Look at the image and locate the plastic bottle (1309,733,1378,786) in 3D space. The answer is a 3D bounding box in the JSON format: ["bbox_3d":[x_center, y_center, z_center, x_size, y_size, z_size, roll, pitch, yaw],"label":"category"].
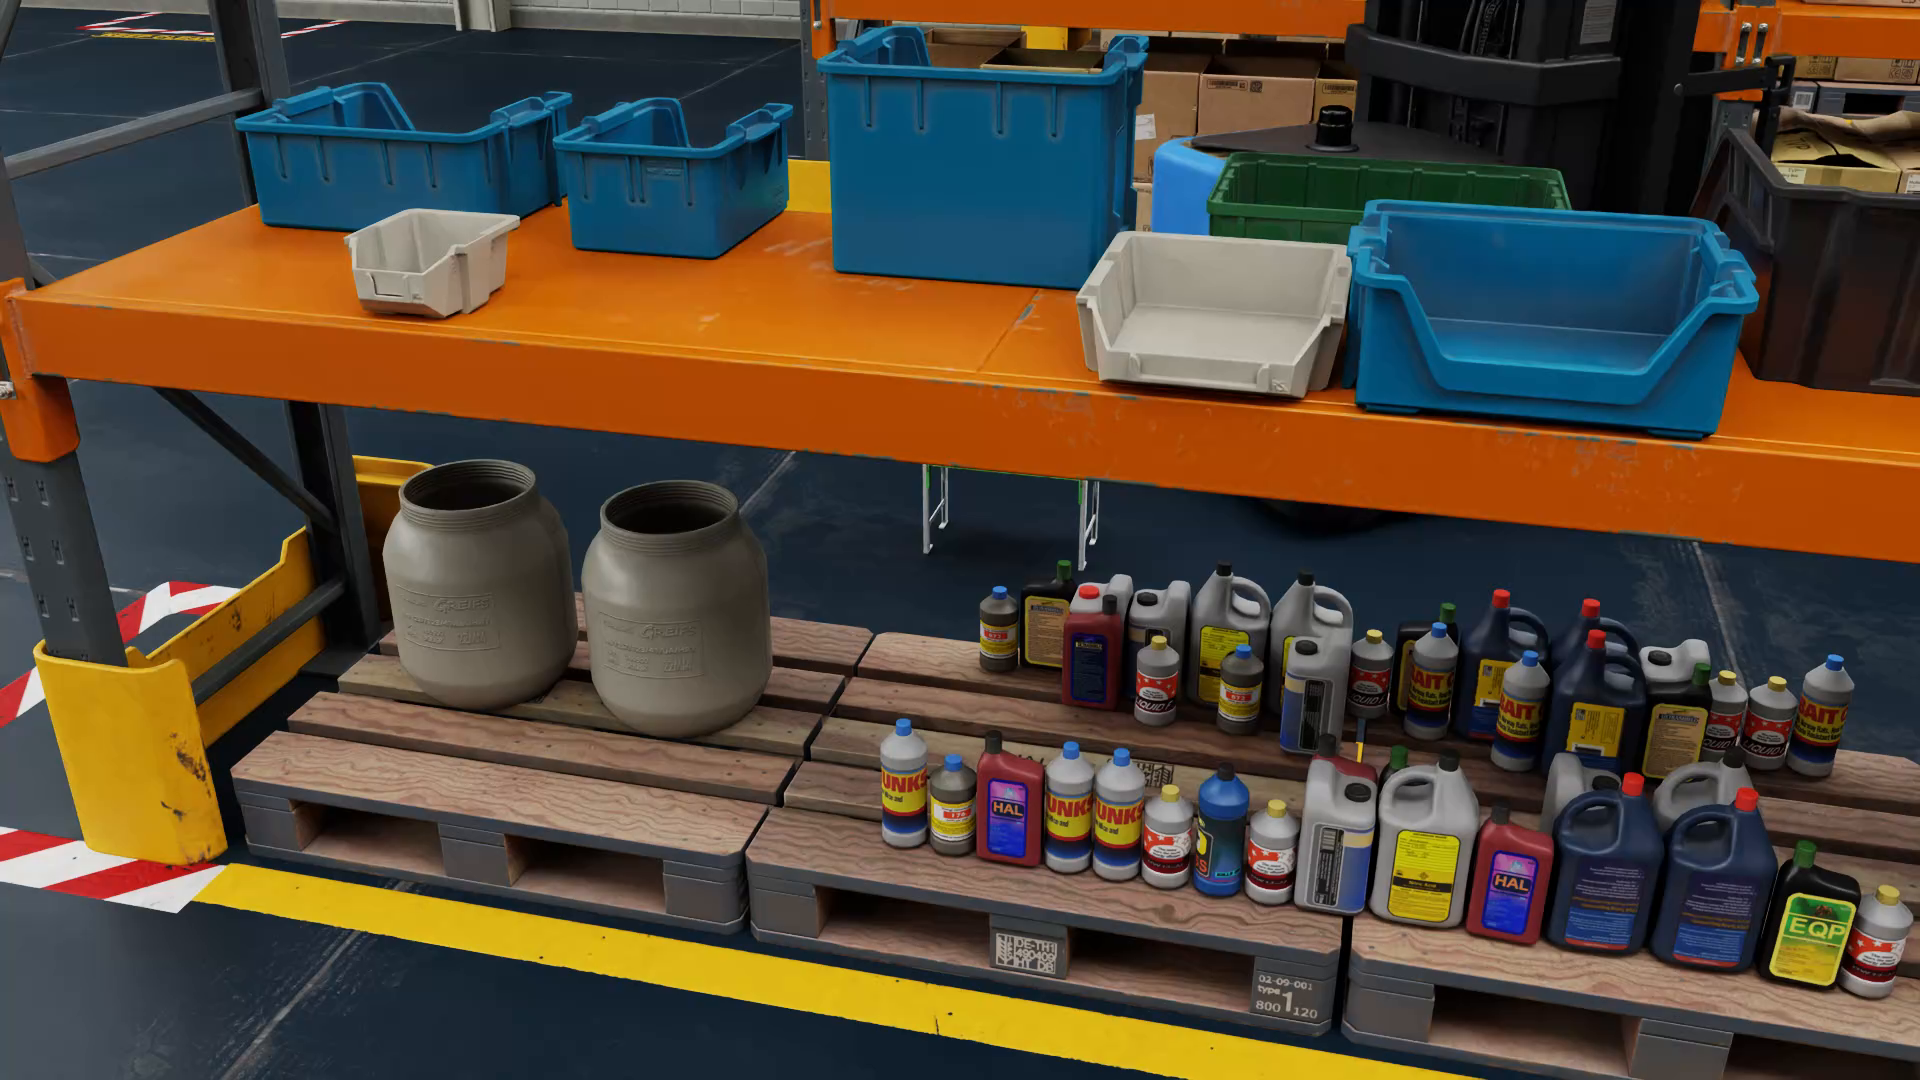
[{"bbox_3d":[0.758,0.520,3.317,0.133,0.283,0.061,6,26,13],"label":"plastic bottle"}]

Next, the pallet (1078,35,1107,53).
[{"bbox_3d":[1.527,-3.624,12.617,1.213,0.211,1.003,6,26,13],"label":"pallet"}]

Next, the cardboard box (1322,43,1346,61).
[{"bbox_3d":[1.980,-2.076,7.959,0.500,0.500,0.500,6,26,13],"label":"cardboard box"}]

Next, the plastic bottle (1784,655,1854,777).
[{"bbox_3d":[1.883,0.376,3.633,0.097,0.271,0.097,0,25,0],"label":"plastic bottle"}]

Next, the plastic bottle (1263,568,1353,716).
[{"bbox_3d":[0.809,0.232,3.843,0.185,0.351,0.144,6,26,13],"label":"plastic bottle"}]

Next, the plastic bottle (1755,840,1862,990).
[{"bbox_3d":[1.534,0.673,2.995,0.133,0.283,0.061,8,27,16],"label":"plastic bottle"}]

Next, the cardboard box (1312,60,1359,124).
[{"bbox_3d":[1.849,-1.858,7.501,0.500,0.500,0.500,6,26,13],"label":"cardboard box"}]

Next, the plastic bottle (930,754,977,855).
[{"bbox_3d":[-0.013,0.531,3.389,0.097,0.201,0.097,0,25,0],"label":"plastic bottle"}]

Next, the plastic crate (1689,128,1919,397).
[{"bbox_3d":[1.607,-0.522,2.928,0.504,0.338,0.767,6,26,13],"label":"plastic crate"}]

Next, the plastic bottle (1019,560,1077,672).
[{"bbox_3d":[0.214,0.178,4.035,0.133,0.283,0.061,7,26,14],"label":"plastic bottle"}]

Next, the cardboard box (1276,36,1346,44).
[{"bbox_3d":[2.574,-3.791,12.120,0.500,0.500,0.700,5,26,10],"label":"cardboard box"}]

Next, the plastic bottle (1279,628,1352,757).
[{"bbox_3d":[0.797,0.330,3.724,0.135,0.276,0.152,6,26,13],"label":"plastic bottle"}]

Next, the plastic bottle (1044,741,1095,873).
[{"bbox_3d":[0.219,0.525,3.320,0.097,0.271,0.097,0,25,0],"label":"plastic bottle"}]

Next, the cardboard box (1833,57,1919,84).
[{"bbox_3d":[6.264,-3.457,11.418,0.500,0.500,0.700,7,26,14],"label":"cardboard box"}]

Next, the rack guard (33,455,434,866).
[{"bbox_3d":[-1.706,0.248,4.147,0.348,0.500,1.175,6,26,13],"label":"rack guard"}]

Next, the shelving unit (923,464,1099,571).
[{"bbox_3d":[0.160,-0.524,4.955,0.503,1.200,0.258,6,26,13],"label":"shelving unit"}]

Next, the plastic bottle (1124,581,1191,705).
[{"bbox_3d":[0.468,0.230,3.935,0.135,0.276,0.152,6,26,12],"label":"plastic bottle"}]

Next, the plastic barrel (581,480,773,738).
[{"bbox_3d":[-0.650,0.157,3.836,0.421,0.512,0.421,0,25,0],"label":"plastic barrel"}]

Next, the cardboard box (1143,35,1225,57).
[{"bbox_3d":[1.011,-2.183,8.183,0.500,0.500,0.500,6,26,13],"label":"cardboard box"}]

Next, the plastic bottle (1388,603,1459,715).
[{"bbox_3d":[1.072,0.273,3.836,0.133,0.283,0.061,7,26,15],"label":"plastic bottle"}]

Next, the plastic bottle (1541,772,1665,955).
[{"bbox_3d":[1.201,0.587,3.097,0.185,0.351,0.144,5,26,10],"label":"plastic bottle"}]

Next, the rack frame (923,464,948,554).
[{"bbox_3d":[-0.076,-0.550,5.010,0.015,1.200,0.240,6,26,13],"label":"rack frame"}]

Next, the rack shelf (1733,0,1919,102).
[{"bbox_3d":[5.257,-1.963,6.721,4.000,0.370,1.077,6,26,13],"label":"rack shelf"}]

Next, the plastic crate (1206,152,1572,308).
[{"bbox_3d":[0.838,-0.608,3.283,0.662,0.188,0.450,6,26,13],"label":"plastic crate"}]

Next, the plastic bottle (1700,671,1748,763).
[{"bbox_3d":[1.686,0.386,3.693,0.097,0.201,0.097,0,25,0],"label":"plastic bottle"}]

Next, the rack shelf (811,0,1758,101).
[{"bbox_3d":[1.383,-2.392,7.621,4.000,0.370,1.077,6,26,13],"label":"rack shelf"}]

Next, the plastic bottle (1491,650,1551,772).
[{"bbox_3d":[1.233,0.368,3.649,0.097,0.271,0.097,0,25,0],"label":"plastic bottle"}]

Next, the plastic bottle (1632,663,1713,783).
[{"bbox_3d":[1.537,0.392,3.586,0.133,0.283,0.061,6,26,13],"label":"plastic bottle"}]

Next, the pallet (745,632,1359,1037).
[{"bbox_3d":[0.257,0.599,3.745,1.213,0.211,1.003,6,26,13],"label":"pallet"}]

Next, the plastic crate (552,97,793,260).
[{"bbox_3d":[-0.605,-0.801,3.615,0.408,0.251,0.499,6,26,13],"label":"plastic crate"}]

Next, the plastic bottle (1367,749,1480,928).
[{"bbox_3d":[0.888,0.553,3.169,0.185,0.351,0.144,6,26,13],"label":"plastic bottle"}]

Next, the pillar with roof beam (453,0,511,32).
[{"bbox_3d":[-5.314,-6.837,9.143,0.400,9.000,9.100,6,26,13],"label":"pillar with roof beam"}]

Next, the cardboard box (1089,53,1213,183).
[{"bbox_3d":[0.882,-1.966,7.728,0.500,0.500,0.500,6,26,13],"label":"cardboard box"}]

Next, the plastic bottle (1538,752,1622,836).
[{"bbox_3d":[1.213,0.557,3.248,0.135,0.276,0.152,6,26,13],"label":"plastic bottle"}]

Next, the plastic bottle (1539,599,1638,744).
[{"bbox_3d":[1.404,0.298,3.705,0.185,0.351,0.144,7,26,14],"label":"plastic bottle"}]

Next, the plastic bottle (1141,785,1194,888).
[{"bbox_3d":[0.411,0.578,3.290,0.097,0.201,0.097,0,25,0],"label":"plastic bottle"}]

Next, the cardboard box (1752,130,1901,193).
[{"bbox_3d":[3.658,-1.556,7.086,0.500,0.311,0.500,6,26,13],"label":"cardboard box"}]

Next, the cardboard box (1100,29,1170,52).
[{"bbox_3d":[1.323,-3.866,12.498,0.500,0.311,0.500,3,26,7],"label":"cardboard box"}]

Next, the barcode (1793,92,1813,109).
[{"bbox_3d":[3.463,-1.805,6.831,0.075,0.075,0.001,6,26,13],"label":"barcode"}]

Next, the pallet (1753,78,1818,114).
[{"bbox_3d":[5.304,-3.223,11.775,1.213,0.211,1.003,6,26,13],"label":"pallet"}]

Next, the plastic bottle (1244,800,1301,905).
[{"bbox_3d":[0.610,0.600,3.244,0.097,0.201,0.097,0,25,0],"label":"plastic bottle"}]

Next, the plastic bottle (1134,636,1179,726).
[{"bbox_3d":[0.455,0.317,3.838,0.097,0.201,0.097,0,25,0],"label":"plastic bottle"}]

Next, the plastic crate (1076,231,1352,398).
[{"bbox_3d":[0.447,-0.390,2.886,0.437,0.136,0.530,6,26,13],"label":"plastic crate"}]

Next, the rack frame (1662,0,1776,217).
[{"bbox_3d":[3.320,-2.502,7.016,0.127,3.000,1.000,6,26,13],"label":"rack frame"}]

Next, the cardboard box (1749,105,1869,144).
[{"bbox_3d":[3.783,-1.780,7.556,0.500,0.311,0.500,6,26,13],"label":"cardboard box"}]

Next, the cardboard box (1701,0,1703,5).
[{"bbox_3d":[2.888,-2.592,7.089,0.500,0.500,0.700,6,26,12],"label":"cardboard box"}]

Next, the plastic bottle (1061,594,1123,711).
[{"bbox_3d":[0.307,0.256,3.871,0.133,0.283,0.061,6,26,13],"label":"plastic bottle"}]

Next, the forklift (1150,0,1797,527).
[{"bbox_3d":[2.189,-1.791,5.602,3.031,2.935,1.130,-12,28,-24],"label":"forklift"}]
